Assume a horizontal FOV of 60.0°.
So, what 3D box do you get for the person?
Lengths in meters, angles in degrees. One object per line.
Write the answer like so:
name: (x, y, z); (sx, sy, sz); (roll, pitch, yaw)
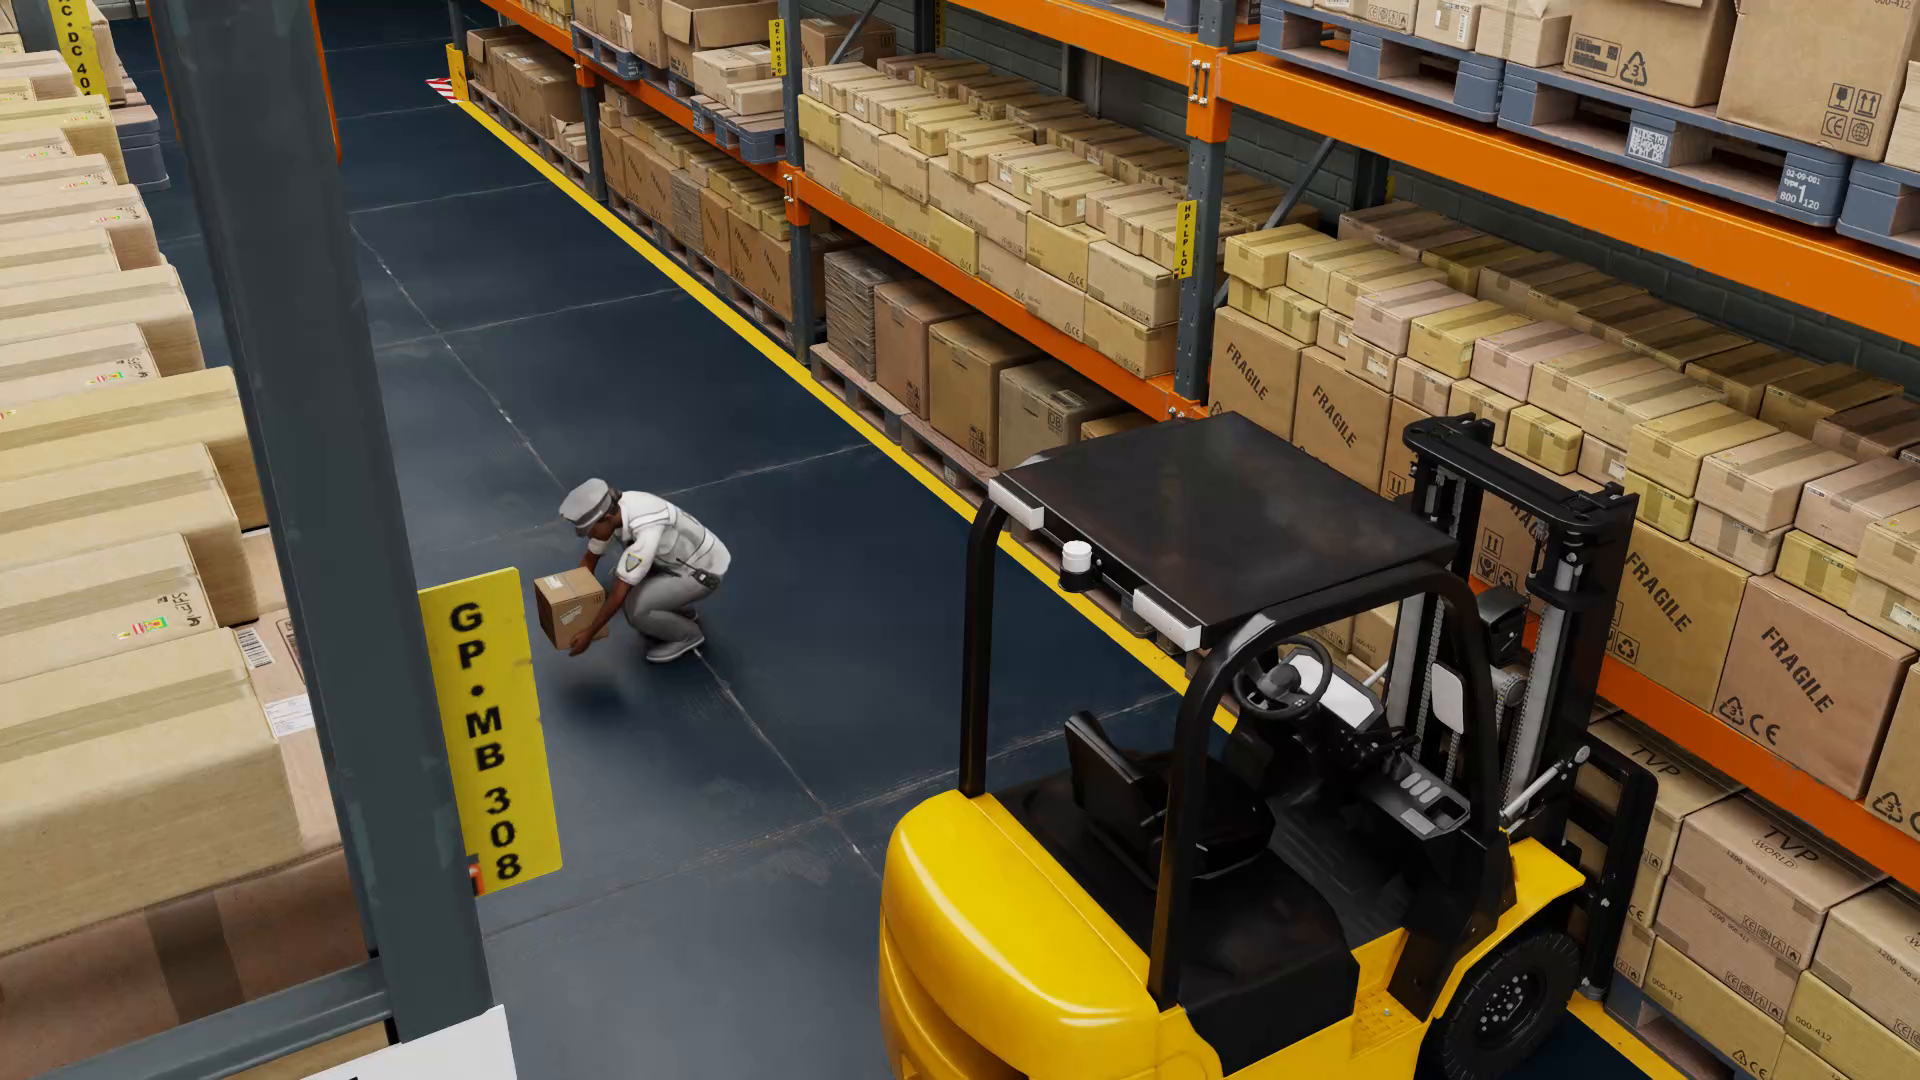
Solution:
person: (-1.482, 0.101, 7.690); (0.843, 0.954, 0.493); (-16, 33, -26)
